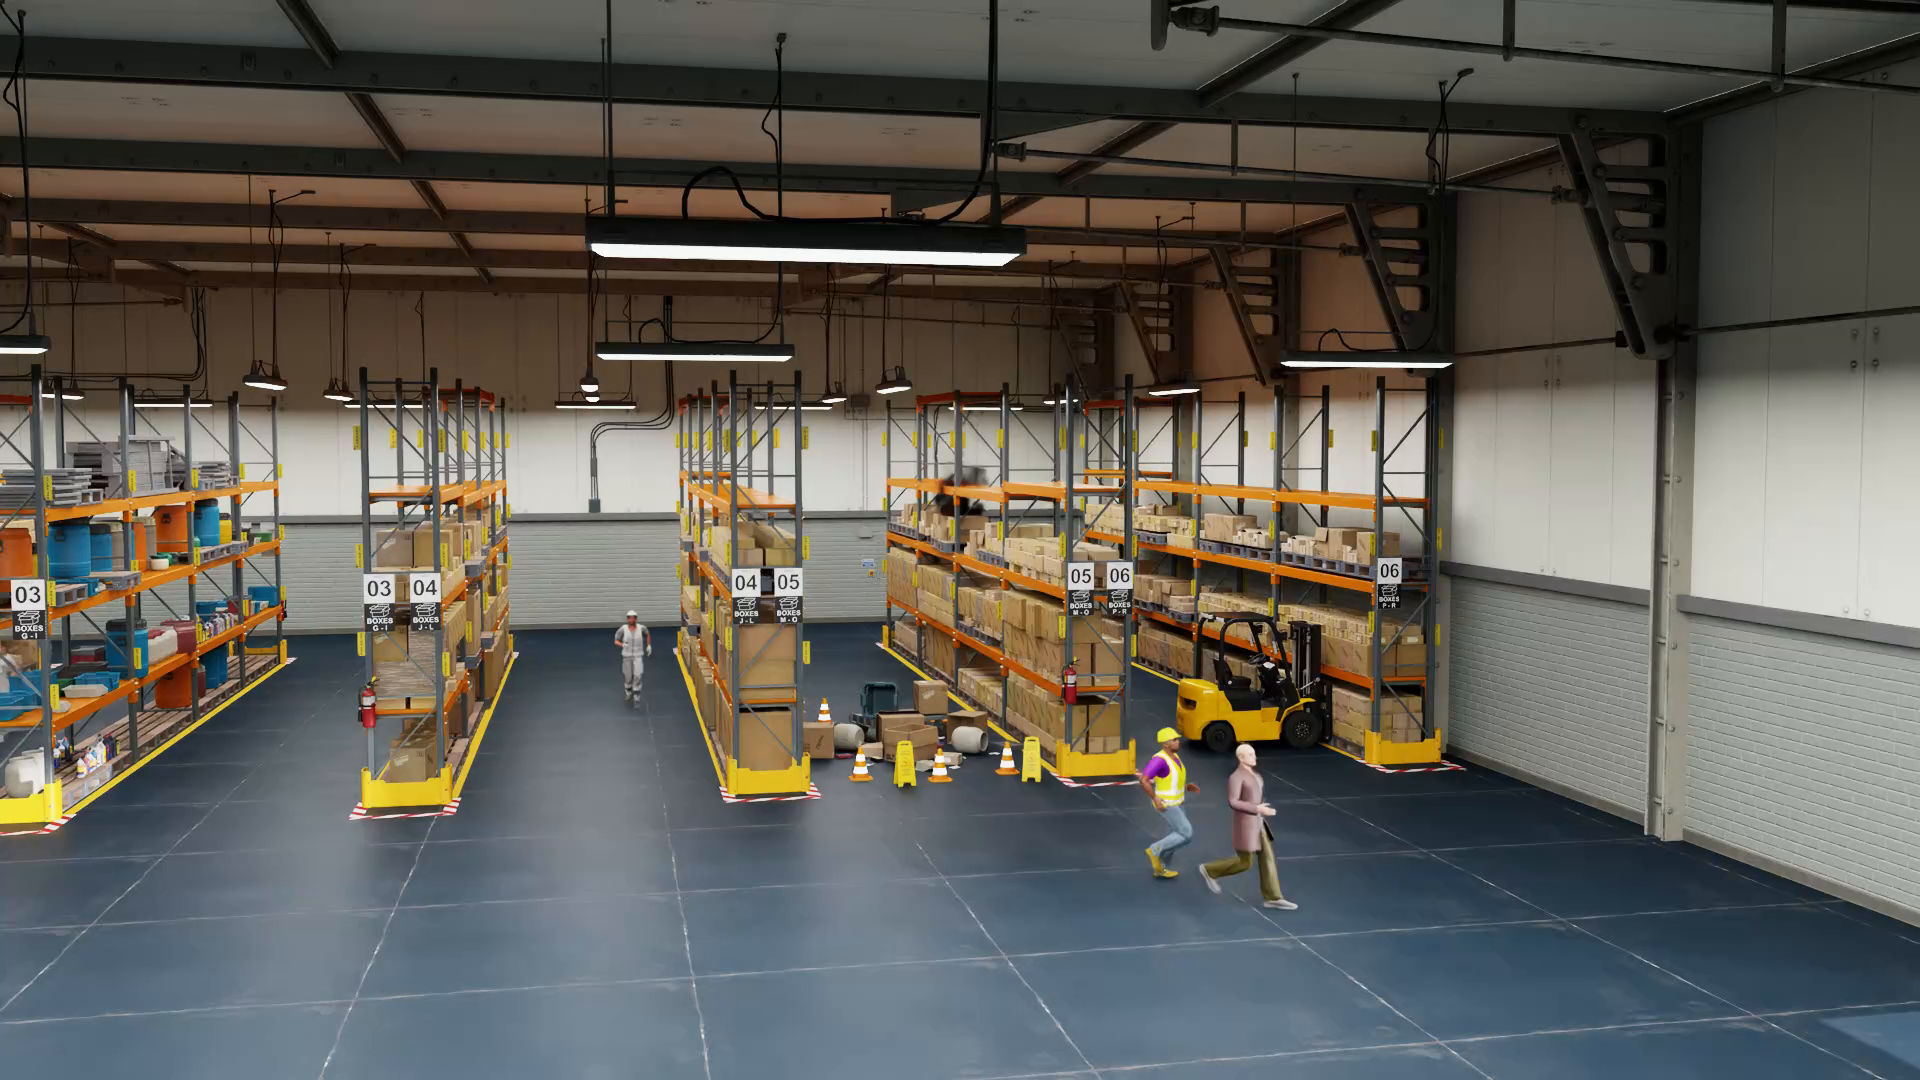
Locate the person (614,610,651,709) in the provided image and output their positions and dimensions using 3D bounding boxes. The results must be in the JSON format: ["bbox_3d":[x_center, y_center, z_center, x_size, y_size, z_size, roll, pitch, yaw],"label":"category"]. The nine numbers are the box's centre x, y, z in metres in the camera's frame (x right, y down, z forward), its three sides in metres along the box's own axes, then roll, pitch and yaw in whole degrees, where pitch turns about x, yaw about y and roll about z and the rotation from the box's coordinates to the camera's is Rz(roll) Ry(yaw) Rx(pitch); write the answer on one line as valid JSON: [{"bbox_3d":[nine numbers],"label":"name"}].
[{"bbox_3d":[-6.176,2.239,31.401,0.683,1.844,0.817,-1,3,-12],"label":"person"}]

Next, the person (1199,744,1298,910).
[{"bbox_3d":[3.101,3.054,17.822,1.079,1.742,0.724,2,4,32],"label":"person"}]

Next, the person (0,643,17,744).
[{"bbox_3d":[-16.059,2.514,27.722,0.547,1.723,0.716,-1,4,-20],"label":"person"}]

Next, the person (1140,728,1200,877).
[{"bbox_3d":[2.432,3.005,18.971,0.586,1.723,0.691,2,4,25],"label":"person"}]
